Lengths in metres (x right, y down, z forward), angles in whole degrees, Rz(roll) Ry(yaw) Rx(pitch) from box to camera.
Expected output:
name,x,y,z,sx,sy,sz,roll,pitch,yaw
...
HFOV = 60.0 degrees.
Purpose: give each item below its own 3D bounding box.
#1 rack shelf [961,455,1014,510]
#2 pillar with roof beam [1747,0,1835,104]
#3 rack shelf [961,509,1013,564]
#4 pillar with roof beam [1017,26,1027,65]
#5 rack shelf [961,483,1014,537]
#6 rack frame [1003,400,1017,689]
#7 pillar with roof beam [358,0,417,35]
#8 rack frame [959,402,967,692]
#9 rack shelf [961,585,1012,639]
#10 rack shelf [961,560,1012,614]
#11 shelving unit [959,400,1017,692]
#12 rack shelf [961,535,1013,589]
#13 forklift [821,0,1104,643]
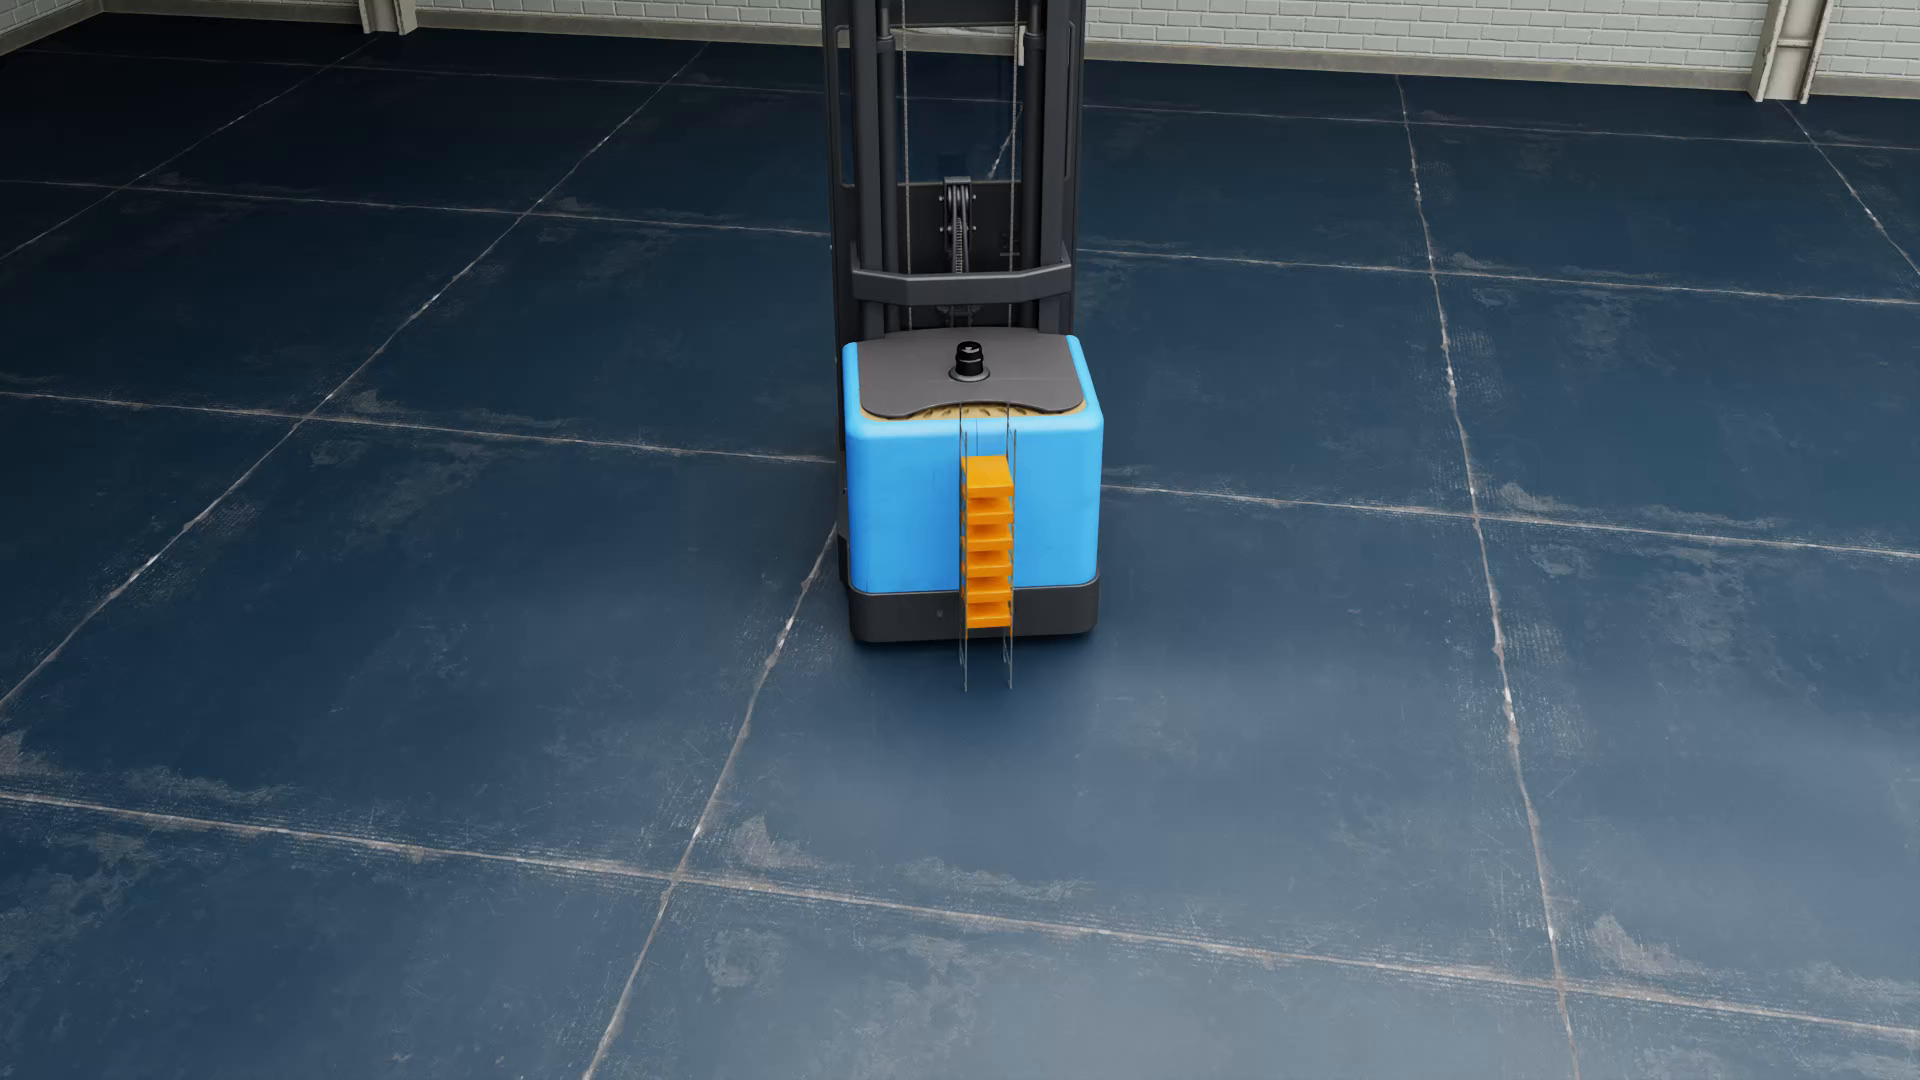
name,x,y,z,sx,sy,sz,roll,pitch,yaw
rack shelf,0.103,-0.226,6.385,0.180,0.103,0.258,-3,32,-5
pillar with roof beam,5.904,-5.161,7.514,0.400,9.000,9.100,5,32,8
rack shelf,0.103,-0.022,6.513,0.180,0.103,0.258,-3,32,-5
pillar with roof beam,-0.010,-5.697,8.370,0.400,9.000,9.100,5,32,8
rack shelf,0.103,-0.124,6.449,0.180,0.103,0.258,-3,32,-5
rack frame,0.194,0.037,6.560,0.006,1.200,0.240,-3,32,-5
pillar with roof beam,-5.925,-6.232,9.226,0.400,9.000,9.100,5,32,8
rack frame,0.012,0.046,6.545,0.006,1.200,0.240,-3,32,-5
rack shelf,0.103,0.283,6.704,0.180,0.103,0.258,-3,32,-5
rack shelf,0.103,0.181,6.640,0.180,0.103,0.258,-3,32,-5
shelving unit,0.103,0.042,6.553,0.189,1.200,0.258,-3,32,-5
rack shelf,0.103,0.079,6.576,0.180,0.103,0.258,-3,32,-5
forklift,-0.047,-1.572,7.498,1.130,2.935,3.031,-2,32,-4
